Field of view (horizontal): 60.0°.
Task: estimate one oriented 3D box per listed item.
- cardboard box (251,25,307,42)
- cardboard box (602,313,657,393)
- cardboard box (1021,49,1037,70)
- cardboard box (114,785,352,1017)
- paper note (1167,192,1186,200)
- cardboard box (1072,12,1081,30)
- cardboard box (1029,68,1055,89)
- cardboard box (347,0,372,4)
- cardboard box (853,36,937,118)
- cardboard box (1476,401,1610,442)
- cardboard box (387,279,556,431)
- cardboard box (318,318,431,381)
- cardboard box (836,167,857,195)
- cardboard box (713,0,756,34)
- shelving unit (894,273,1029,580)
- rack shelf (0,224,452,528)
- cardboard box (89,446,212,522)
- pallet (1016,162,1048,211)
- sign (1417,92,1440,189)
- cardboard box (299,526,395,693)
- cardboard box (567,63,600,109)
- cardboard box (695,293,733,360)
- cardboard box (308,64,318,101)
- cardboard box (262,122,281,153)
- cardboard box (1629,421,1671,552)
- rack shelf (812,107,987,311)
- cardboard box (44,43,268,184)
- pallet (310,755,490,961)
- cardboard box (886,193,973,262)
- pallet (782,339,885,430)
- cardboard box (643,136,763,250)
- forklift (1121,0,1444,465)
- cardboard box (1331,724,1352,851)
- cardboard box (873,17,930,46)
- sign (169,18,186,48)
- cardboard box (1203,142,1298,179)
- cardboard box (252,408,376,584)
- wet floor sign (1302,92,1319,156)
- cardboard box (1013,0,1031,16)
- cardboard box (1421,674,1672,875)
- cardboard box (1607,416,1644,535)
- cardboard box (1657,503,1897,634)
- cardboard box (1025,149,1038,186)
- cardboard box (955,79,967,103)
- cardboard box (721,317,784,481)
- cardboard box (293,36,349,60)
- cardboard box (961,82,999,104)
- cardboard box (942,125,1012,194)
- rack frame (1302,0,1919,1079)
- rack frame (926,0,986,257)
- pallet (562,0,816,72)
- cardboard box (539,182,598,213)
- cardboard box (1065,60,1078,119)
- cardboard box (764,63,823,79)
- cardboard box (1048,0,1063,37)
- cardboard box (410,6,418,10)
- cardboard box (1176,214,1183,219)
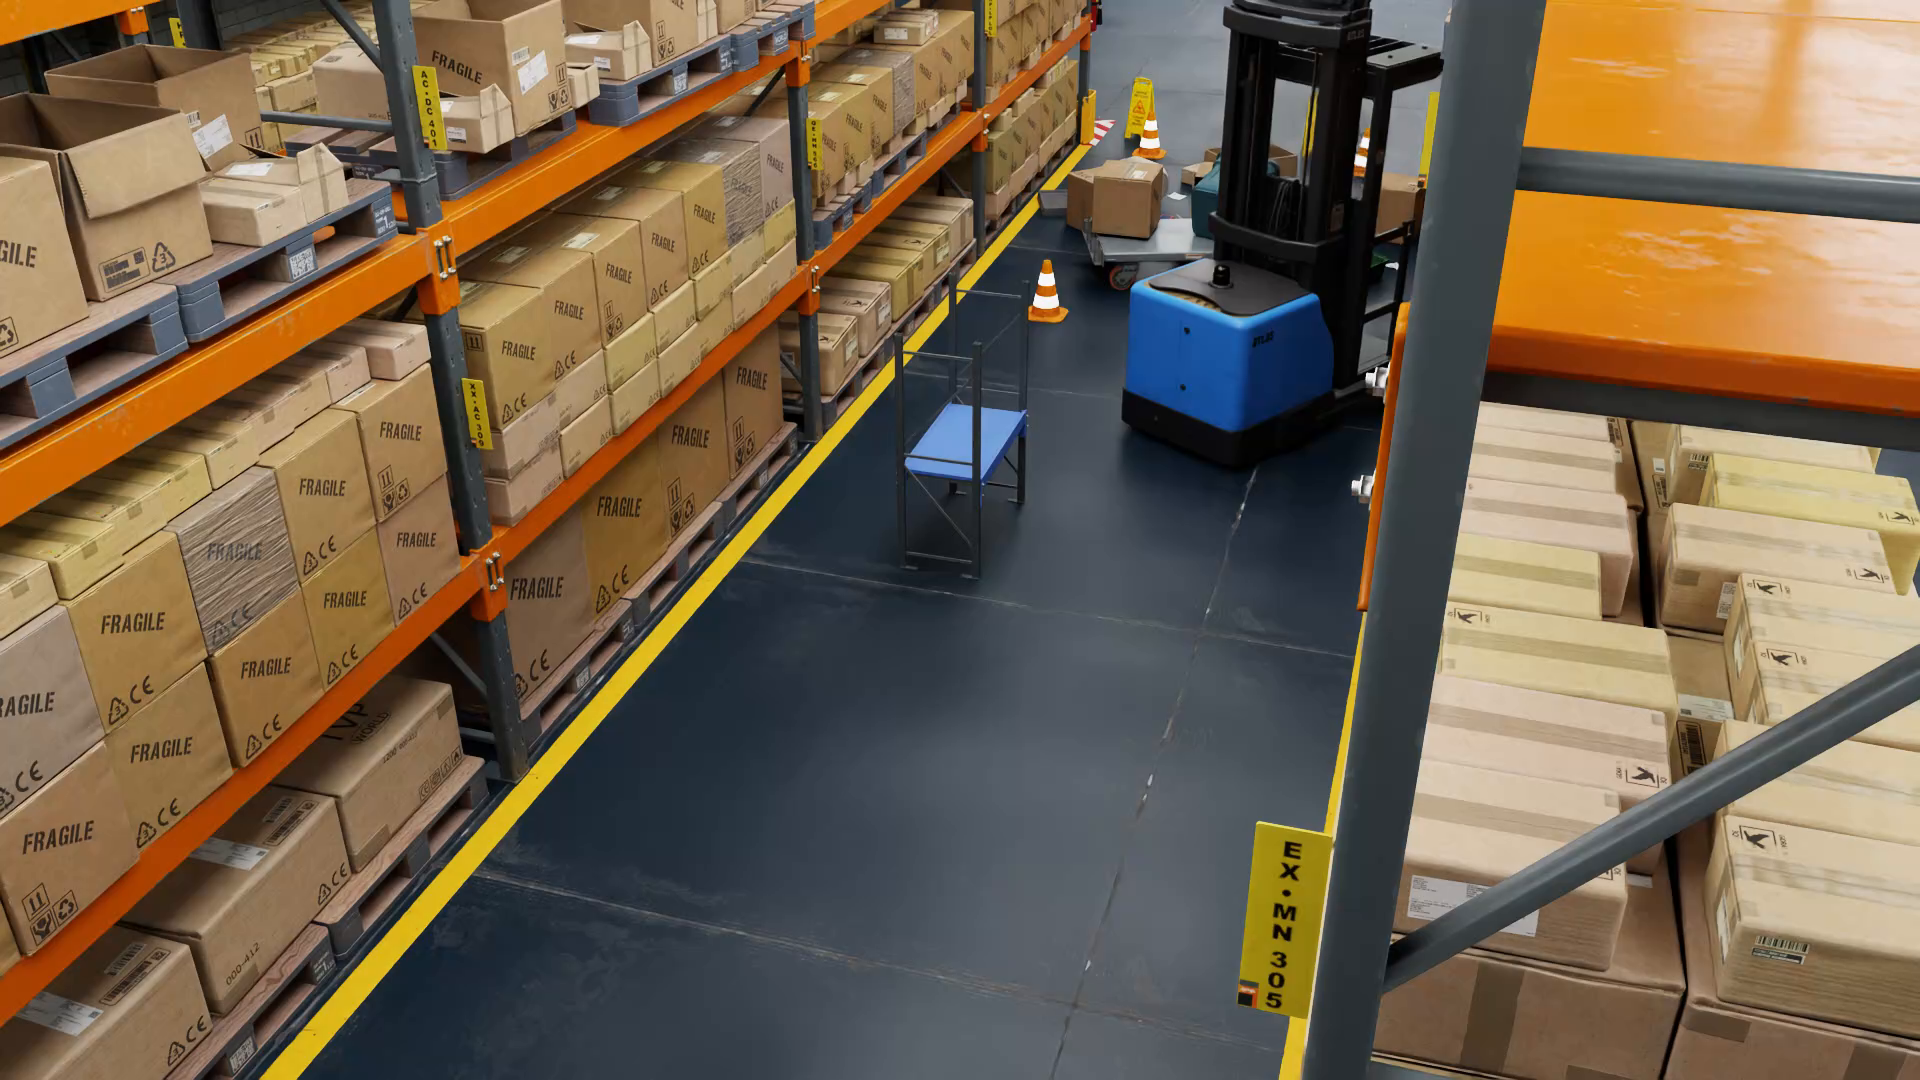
[{"bbox_3d":[-5.754,-4.244,14.058,0.380,0.149,0.250,8,30,14],"label":"cardboard box"},{"bbox_3d":[-1.925,-1.004,8.645,0.500,0.250,0.500,9,30,16],"label":"cardboard box"},{"bbox_3d":[0.509,-4.512,15.569,0.380,0.149,0.250,9,30,15],"label":"cardboard box"},{"bbox_3d":[-3.172,1.419,6.853,0.875,0.438,0.875,8,30,13],"label":"cardboard box"},{"bbox_3d":[2.132,-3.388,16.355,0.148,0.019,0.142,20,35,32],"label":"paper note"},{"bbox_3d":[1.026,-5.339,17.056,0.380,0.149,0.250,8,30,14],"label":"cardboard box"},{"bbox_3d":[0.714,-4.552,16.339,0.380,0.149,0.250,10,31,17],"label":"cardboard box"},{"bbox_3d":[-5.329,-4.829,15.110,0.380,0.149,0.250,8,30,14],"label":"cardboard box"},{"bbox_3d":[-0.493,-3.568,12.773,0.500,0.500,0.500,10,30,17],"label":"cardboard box"},{"bbox_3d":[1.254,-0.238,3.772,0.380,0.149,0.250,8,30,13],"label":"cardboard box"},{"bbox_3d":[-2.219,-0.854,7.604,0.500,0.500,0.500,9,30,15],"label":"cardboard box"},{"bbox_3d":[-2.409,-0.786,6.813,0.380,0.149,0.250,8,30,14],"label":"cardboard box"},{"bbox_3d":[-0.936,-2.514,11.546,0.380,0.149,0.250,7,30,12],"label":"cardboard box"},{"bbox_3d":[-1.558,-3.120,9.187,0.700,0.500,0.500,7,30,12],"label":"cardboard box"},{"bbox_3d":[0.025,-0.695,9.992,0.538,1.500,1.048,8,30,15],"label":"shelving unit"},{"bbox_3d":[-3.210,-0.277,5.352,1.077,0.370,4.000,8,30,15],"label":"rack shelf"},{"bbox_3d":[-2.845,-0.201,5.762,0.380,0.149,0.250,8,30,14],"label":"cardboard box"},{"bbox_3d":[0.245,-3.595,16.531,1.003,0.211,1.213,8,30,15],"label":"pallet"},{"bbox_3d":[1.607,-1.337,5.581,0.100,0.325,0.005,8,30,15],"label":"sign"},{"bbox_3d":[-2.661,0.238,6.669,0.500,0.500,0.500,8,30,14],"label":"cardboard box"},{"bbox_3d":[-1.917,-2.140,7.770,0.380,0.166,0.250,6,30,11],"label":"cardboard box"},{"bbox_3d":[-1.647,-1.260,9.619,0.500,0.250,0.500,8,30,14],"label":"cardboard box"},{"bbox_3d":[-5.387,-3.814,13.696,0.500,0.250,0.500,9,30,16],"label":"cardboard box"},{"bbox_3d":[-5.679,-3.114,12.952,0.500,0.250,0.500,8,30,14],"label":"cardboard box"},{"bbox_3d":[1.801,-0.034,3.815,0.500,0.250,0.500,7,30,13],"label":"cardboard box"},{"bbox_3d":[-0.862,-2.684,12.764,1.077,0.370,4.000,8,30,15],"label":"rack shelf"},{"bbox_3d":[-2.996,-1.548,6.260,0.500,0.500,0.500,9,30,16],"label":"cardboard box"},{"bbox_3d":[-2.921,1.351,7.640,1.003,0.211,1.213,8,30,15],"label":"pallet"},{"bbox_3d":[-0.426,-2.719,14.358,0.950,0.372,0.625,9,30,16],"label":"cardboard box"},{"bbox_3d":[-1.218,-1.213,12.249,1.003,0.211,1.213,8,30,15],"label":"pallet"},{"bbox_3d":[-1.493,-2.032,9.722,0.500,0.500,0.500,9,30,16],"label":"cardboard box"},{"bbox_3d":[2.560,-2.379,11.546,3.031,2.935,1.130,-24,37,-36],"label":"forklift"},{"bbox_3d":[0.988,0.576,3.234,0.500,0.250,0.500,9,30,15],"label":"cardboard box"},{"bbox_3d":[-0.442,-3.869,12.646,0.380,0.149,0.250,7,30,13],"label":"cardboard box"},{"bbox_3d":[-3.145,-1.957,6.777,0.100,0.325,0.005,8,30,15],"label":"sign"},{"bbox_3d":[2.804,-3.518,16.092,0.797,0.503,0.637,-12,31,-20],"label":"cardboard box"},{"bbox_3d":[-2.654,-0.197,6.423,0.500,0.500,0.500,8,30,14],"label":"cardboard box"},{"bbox_3d":[3.777,-4.395,17.521,0.267,0.644,0.232,3,29,6],"label":"wet floor sign"},{"bbox_3d":[0.232,-4.946,14.654,0.700,0.500,0.500,9,30,15],"label":"cardboard box"},{"bbox_3d":[0.927,0.370,2.679,0.380,0.149,0.250,9,30,16],"label":"cardboard box"},{"bbox_3d":[1.318,-0.114,3.959,0.500,0.250,0.500,7,30,13],"label":"cardboard box"},{"bbox_3d":[1.565,0.073,3.213,0.380,0.149,0.250,9,30,16],"label":"cardboard box"},{"bbox_3d":[0.456,-3.642,16.143,0.500,0.250,0.500,8,30,14],"label":"cardboard box"},{"bbox_3d":[-0.162,-3.723,13.719,0.380,0.149,0.250,9,30,16],"label":"cardboard box"},{"bbox_3d":[-1.731,-1.015,10.778,0.875,0.875,0.875,8,30,14],"label":"cardboard box"},{"bbox_3d":[-5.259,-4.039,13.690,0.380,0.149,0.250,8,30,14],"label":"cardboard box"},{"bbox_3d":[0.124,-3.919,14.502,0.380,0.149,0.250,8,30,15],"label":"cardboard box"},{"bbox_3d":[0.156,-3.473,15.068,0.500,0.500,0.500,10,31,17],"label":"cardboard box"},{"bbox_3d":[0.968,-0.313,1.591,0.949,2.616,0.053,8,30,15],"label":"rack frame"},{"bbox_3d":[-0.275,-3.928,14.260,1.000,3.000,0.127,8,30,15],"label":"rack frame"},{"bbox_3d":[-1.587,-2.990,9.684,1.213,0.211,1.003,10,31,17],"label":"pallet"},{"bbox_3d":[-2.282,-1.651,9.036,0.500,0.500,0.500,9,30,16],"label":"cardboard box"},{"bbox_3d":[0.913,-4.687,17.250,0.500,0.500,0.500,9,30,15],"label":"cardboard box"},{"bbox_3d":[-1.293,-3.154,12.028,0.500,0.500,0.500,6,30,11],"label":"cardboard box"},{"bbox_3d":[0.702,-5.205,16.147,0.500,0.500,0.500,8,30,15],"label":"cardboard box"},{"bbox_3d":[-4.967,-4.649,14.786,0.380,0.149,0.250,8,30,14],"label":"cardboard box"},{"bbox_3d":[2.016,-2.805,15.055,0.258,0.266,0.396,-12,31,-20],"label":"cardboard box"}]
